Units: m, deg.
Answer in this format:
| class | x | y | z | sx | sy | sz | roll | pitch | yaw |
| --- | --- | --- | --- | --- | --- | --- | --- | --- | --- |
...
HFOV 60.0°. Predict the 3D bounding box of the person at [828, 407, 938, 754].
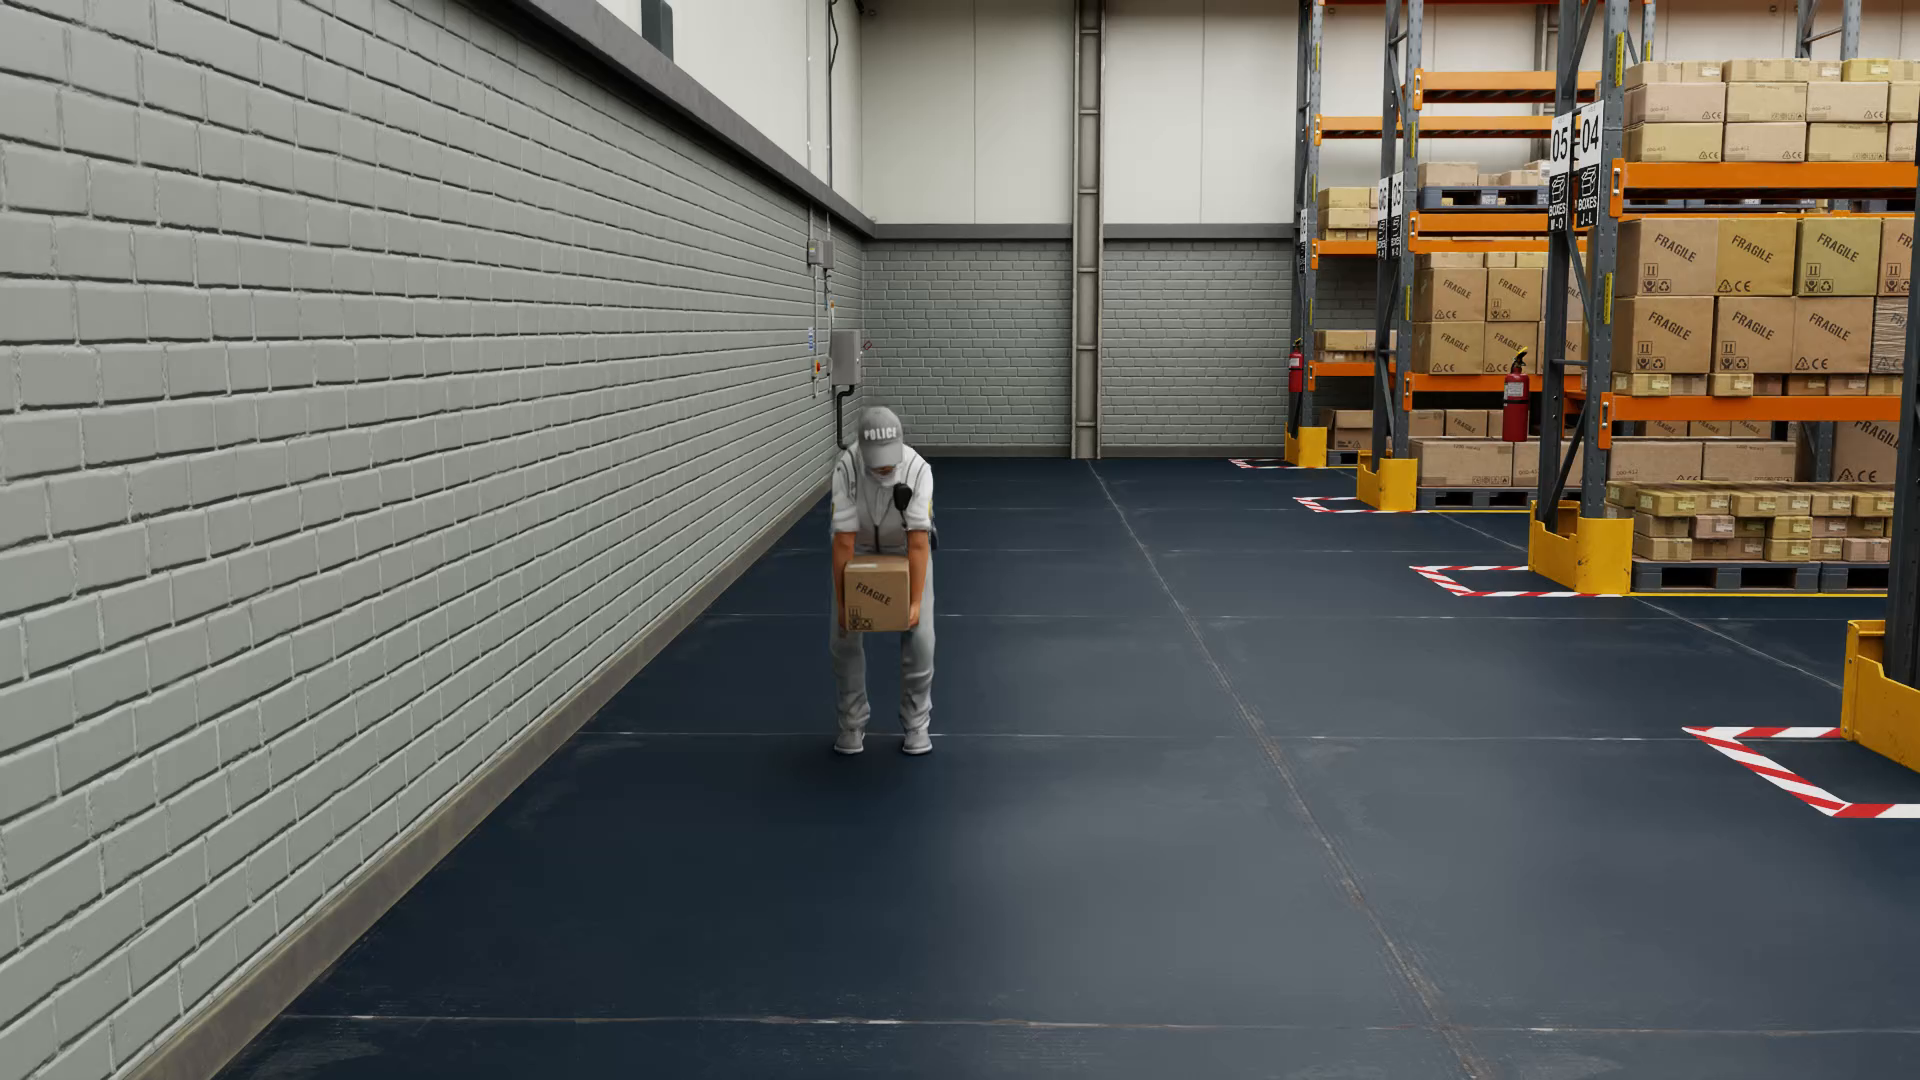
| class | x | y | z | sx | sy | sz | roll | pitch | yaw |
| --- | --- | --- | --- | --- | --- | --- | --- | --- | --- |
| person | -0.319 | 0.177 | 6.754 | 0.456 | 1.453 | 0.789 | 0 | 7 | 0 |
